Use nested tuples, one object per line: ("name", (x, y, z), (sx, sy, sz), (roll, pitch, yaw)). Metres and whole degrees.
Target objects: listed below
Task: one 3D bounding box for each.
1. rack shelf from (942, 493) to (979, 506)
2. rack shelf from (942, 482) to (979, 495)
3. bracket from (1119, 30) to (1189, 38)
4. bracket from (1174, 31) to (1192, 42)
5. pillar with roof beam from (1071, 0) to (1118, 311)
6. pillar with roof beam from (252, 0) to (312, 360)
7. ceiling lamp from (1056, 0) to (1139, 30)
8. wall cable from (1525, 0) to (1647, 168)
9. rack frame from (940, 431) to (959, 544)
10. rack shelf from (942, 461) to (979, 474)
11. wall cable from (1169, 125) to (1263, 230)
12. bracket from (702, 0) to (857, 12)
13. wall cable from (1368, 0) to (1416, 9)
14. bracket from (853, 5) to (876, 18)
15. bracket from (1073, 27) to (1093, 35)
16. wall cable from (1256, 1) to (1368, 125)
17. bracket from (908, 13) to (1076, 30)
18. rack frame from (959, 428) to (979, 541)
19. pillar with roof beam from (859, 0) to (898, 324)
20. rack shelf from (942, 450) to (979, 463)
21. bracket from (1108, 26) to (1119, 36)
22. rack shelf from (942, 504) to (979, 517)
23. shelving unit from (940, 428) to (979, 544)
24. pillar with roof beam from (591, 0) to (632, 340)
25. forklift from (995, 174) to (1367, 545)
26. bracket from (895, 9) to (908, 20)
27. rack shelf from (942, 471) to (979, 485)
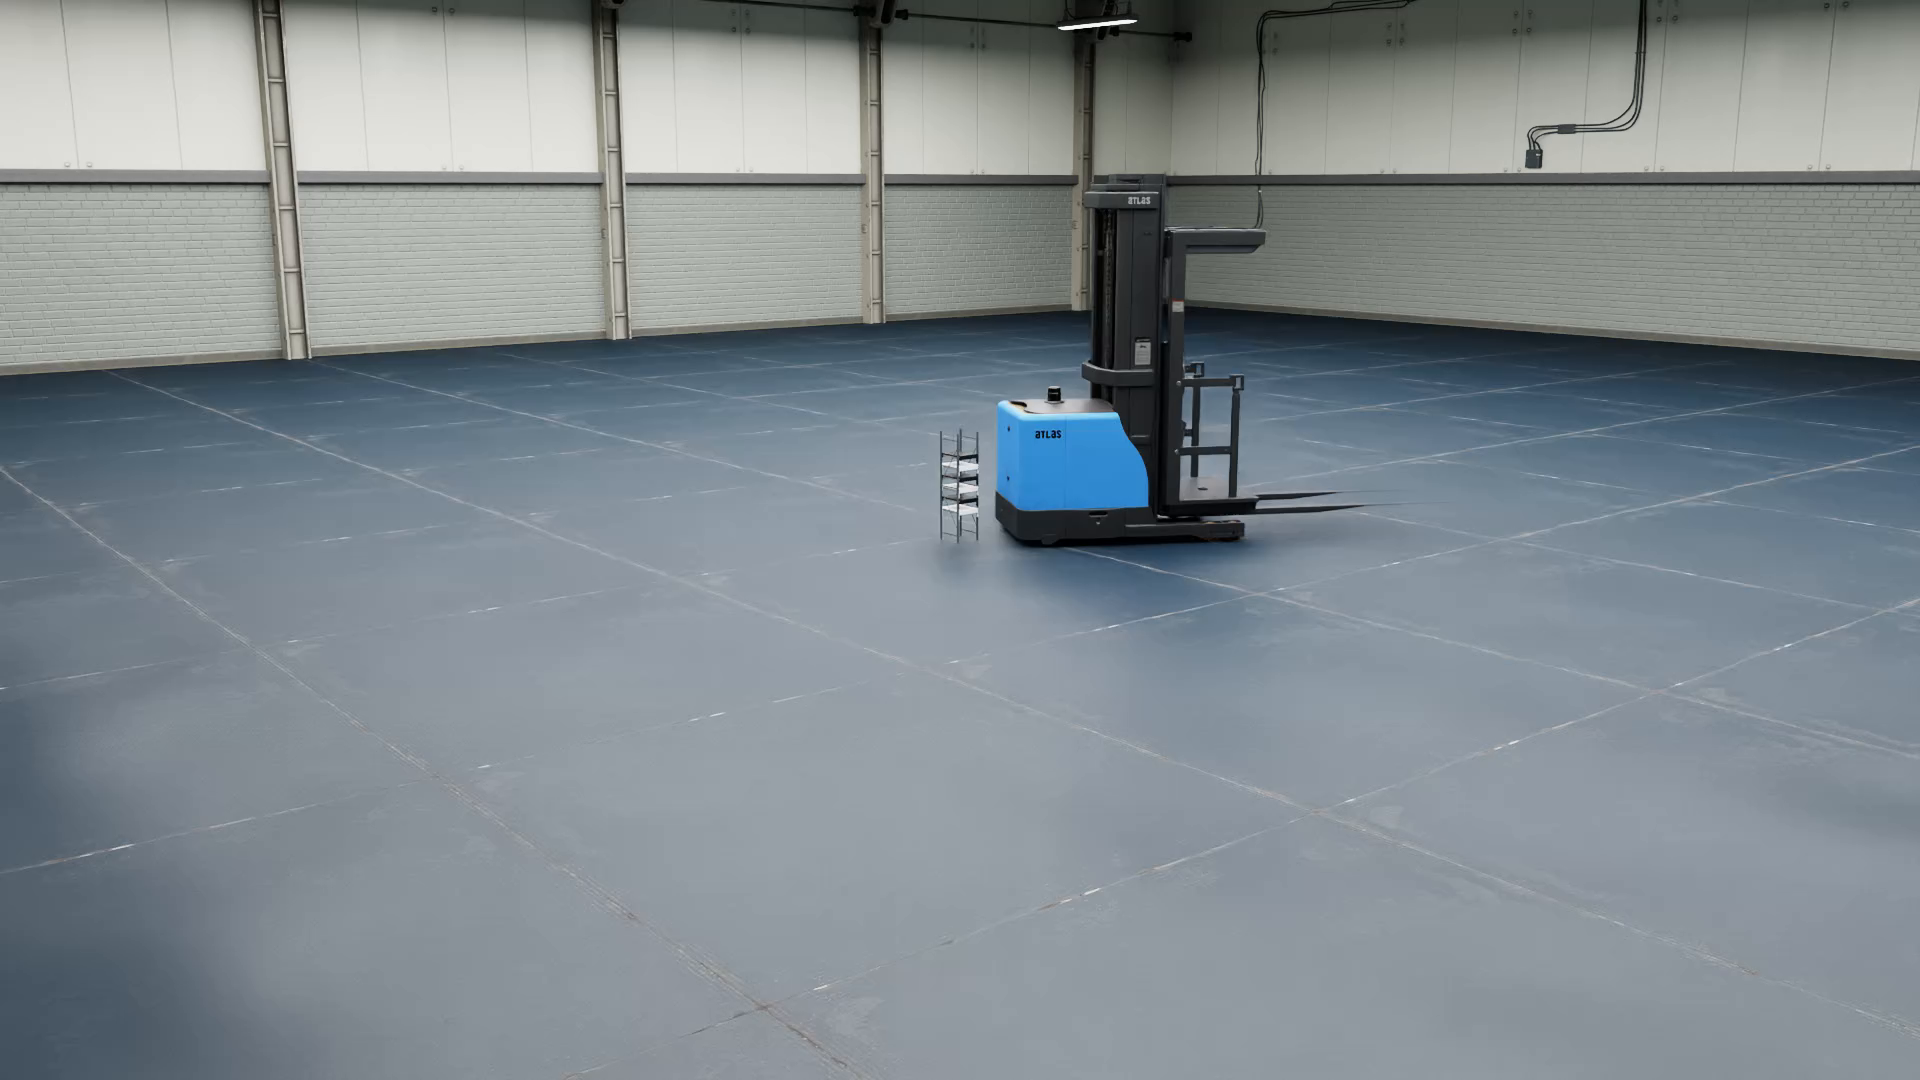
("rack shelf", (-0.006, -0.318, 13.556), (0.200, 0.077, 0.258), (-9, 15, -38))
("rack shelf", (-0.006, -0.407, 13.537), (0.200, 0.077, 0.258), (-9, 15, -38))
("bracket", (4.789, -11.797, 38.857), (3.189, 0.066, 0.076), (-9, 15, -38))
("bracket", (5.250, -11.874, 39.218), (0.430, 0.232, 0.235), (-9, 15, -38))
("pillar with roof beam", (5.543, -9.111, 34.873), (0.548, 9.000, 9.100), (-9, 15, -38))
("pillar with roof beam", (-8.513, -6.776, 23.873), (0.400, 9.000, 9.100), (-9, 15, -38))
("ceiling lamp", (2.803, -11.393, 31.566), (0.800, 3.185, 2.000), (-9, 15, -38))
("wall cable", (11.898, -10.099, 31.337), (0.169, 6.003, 2.305), (-9, 15, -38))
("rack frame", (-0.086, -0.426, 13.468), (0.006, 0.900, 0.240), (-9, 15, -38))
("rack shelf", (-0.006, -0.583, 13.500), (0.200, 0.077, 0.258), (-9, 15, -38))
("wall cable", (5.980, -8.458, 39.274), (0.112, 2.526, 3.097), (-9, 15, -38))
("bracket", (-3.946, -10.346, 32.021), (4.783, 0.066, 0.076), (-9, 15, -38))
("wall cable", (9.603, -12.213, 33.847), (0.112, 2.526, 3.097), (-9, 15, -38))
("bracket", (-1.934, -10.680, 33.596), (0.430, 0.232, 0.235), (-9, 15, -38))
("bracket", (2.751, -11.459, 37.262), (0.430, 0.232, 0.235), (-9, 15, -38))
("wall cable", (7.670, -10.490, 36.683), (0.112, 2.526, 3.097), (-9, 15, -38))
("bracket", (0.739, -11.125, 35.688), (4.783, 0.066, 0.076), (-9, 15, -38))
("rack frame", (0.073, -0.452, 13.592), (0.006, 0.900, 0.240), (-9, 15, -38))
("pillar with roof beam", (0.857, -8.333, 31.206), (0.548, 9.000, 9.100), (-9, 15, -38))
("rack shelf", (-0.006, -0.671, 13.481), (0.200, 0.077, 0.258), (-9, 15, -38))
("bracket", (3.399, -11.567, 37.770), (0.430, 0.232, 0.235), (-9, 15, -38))
("rack shelf", (-0.006, -0.230, 13.575), (0.200, 0.077, 0.258), (-9, 15, -38))
("shelving unit", (-0.006, -0.439, 13.530), (0.210, 0.900, 0.258), (-9, 15, -38))
("pillar with roof beam", (-3.828, -7.554, 27.540), (0.548, 9.000, 9.100), (-9, 15, -38))
("forklift", (1.868, -1.520, 13.732), (3.031, 2.935, 1.130), (-2, 12, -10))
("bracket", (-1.286, -10.788, 34.103), (0.430, 0.232, 0.235), (-9, 15, -38))
("rack shelf", (-0.006, -0.495, 13.519), (0.200, 0.077, 0.258), (-9, 15, -38))
